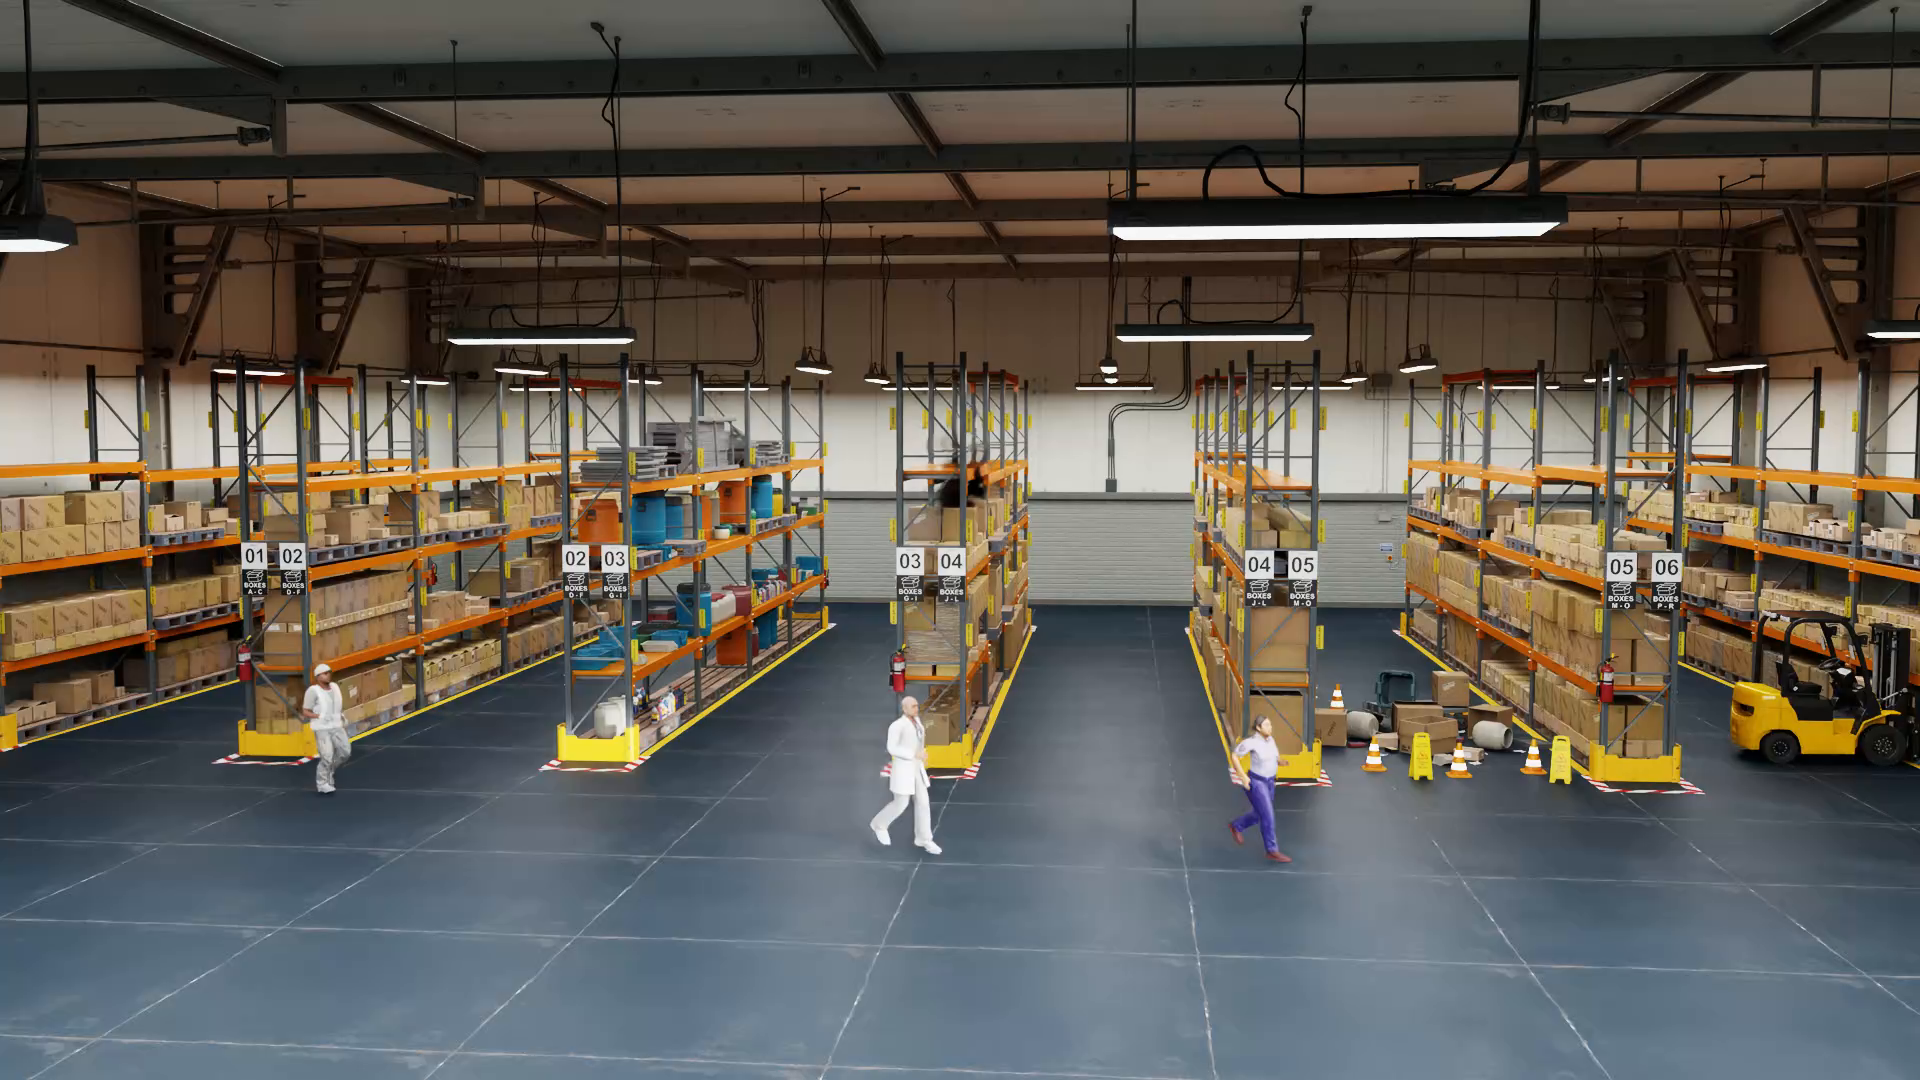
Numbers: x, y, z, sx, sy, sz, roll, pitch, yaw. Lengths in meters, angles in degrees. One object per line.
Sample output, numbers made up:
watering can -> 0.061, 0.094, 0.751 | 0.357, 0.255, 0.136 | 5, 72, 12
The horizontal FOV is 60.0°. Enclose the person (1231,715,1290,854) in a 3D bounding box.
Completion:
person -> 3.413, 2.780, 19.081 | 0.792, 1.570, 0.607 | 4, 6, 43

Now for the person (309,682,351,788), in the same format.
person -> -8.455, 2.642, 22.391 | 0.549, 1.406, 0.505 | 2, 5, 31

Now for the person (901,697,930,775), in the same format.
person -> -0.550, 2.280, 19.388 | 0.584, 0.908, 0.694 | 3, 5, 35
